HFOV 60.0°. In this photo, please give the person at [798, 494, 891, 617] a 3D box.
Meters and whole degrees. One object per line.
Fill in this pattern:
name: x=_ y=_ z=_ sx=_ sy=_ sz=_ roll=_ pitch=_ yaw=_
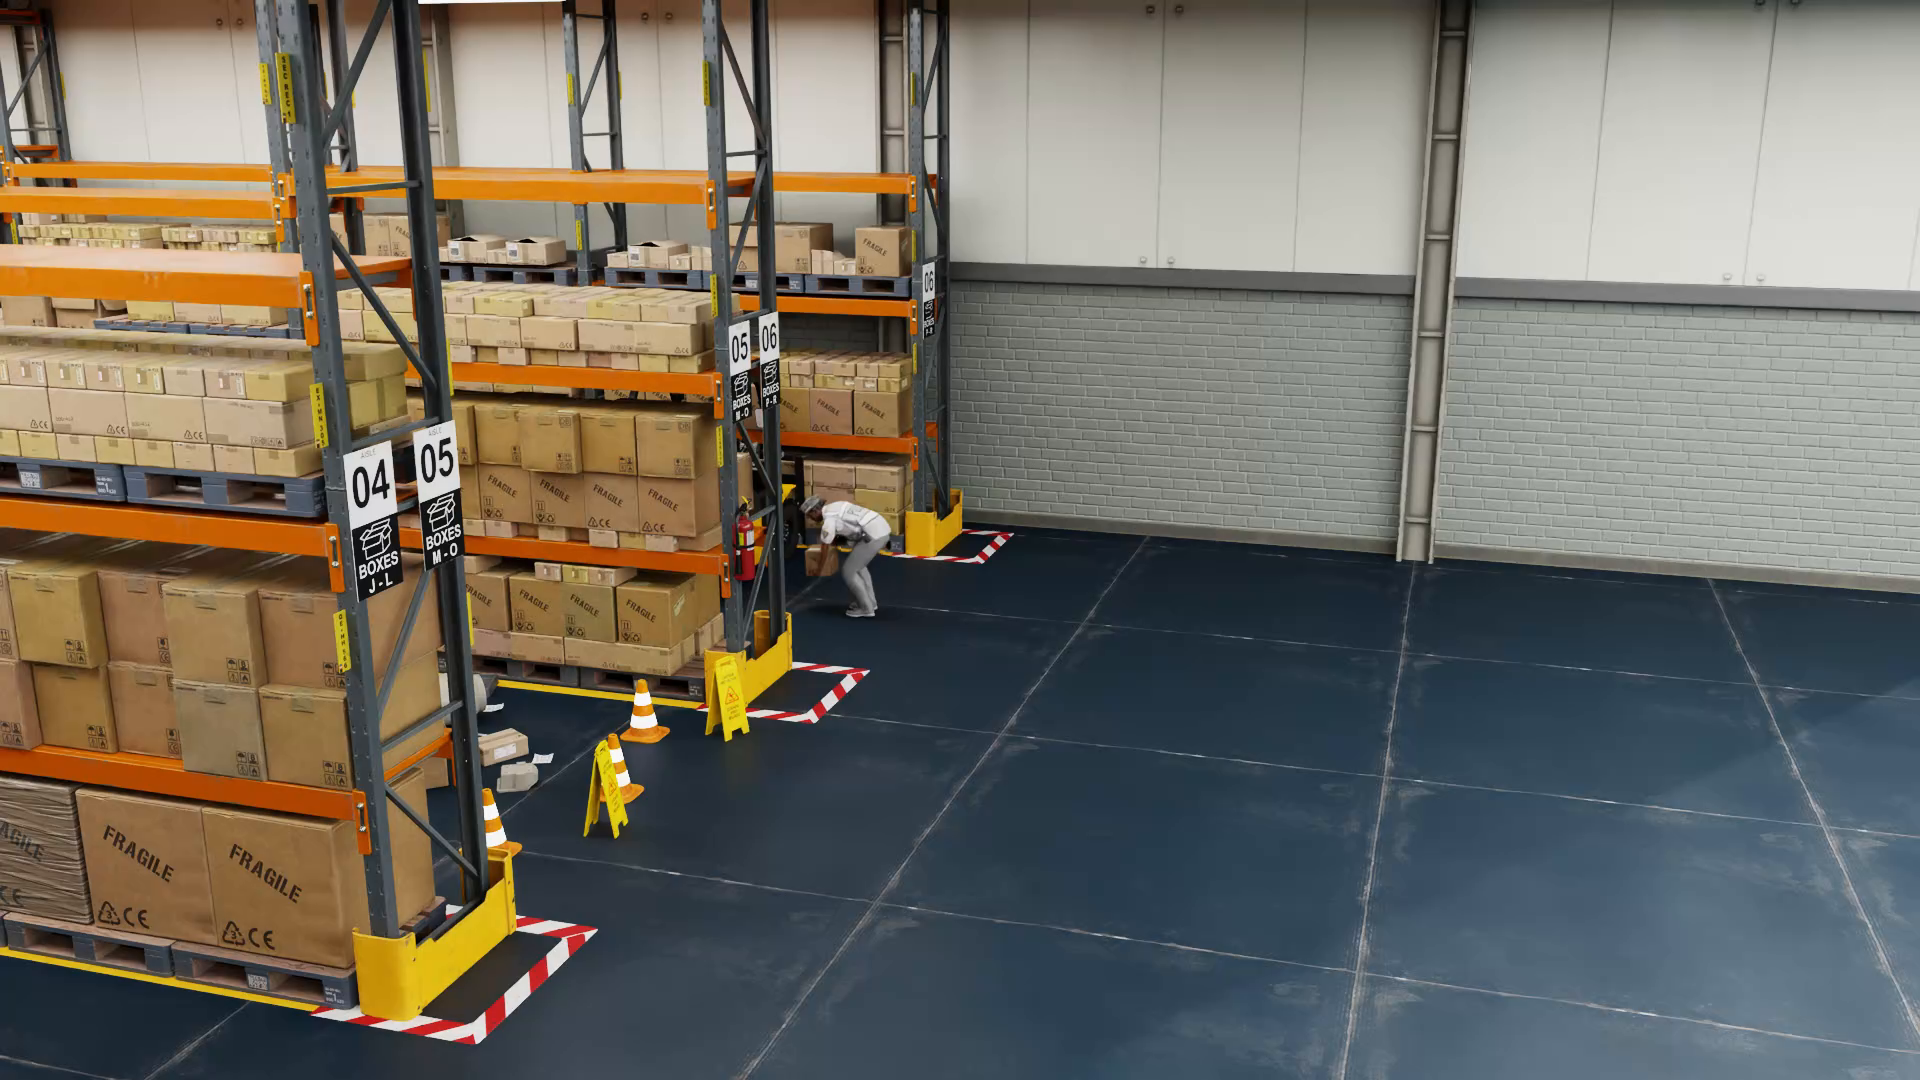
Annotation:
person: x=-1.137 y=0.140 z=16.363 sx=0.920 sy=1.184 sz=0.435 roll=4 pitch=16 yaw=14
